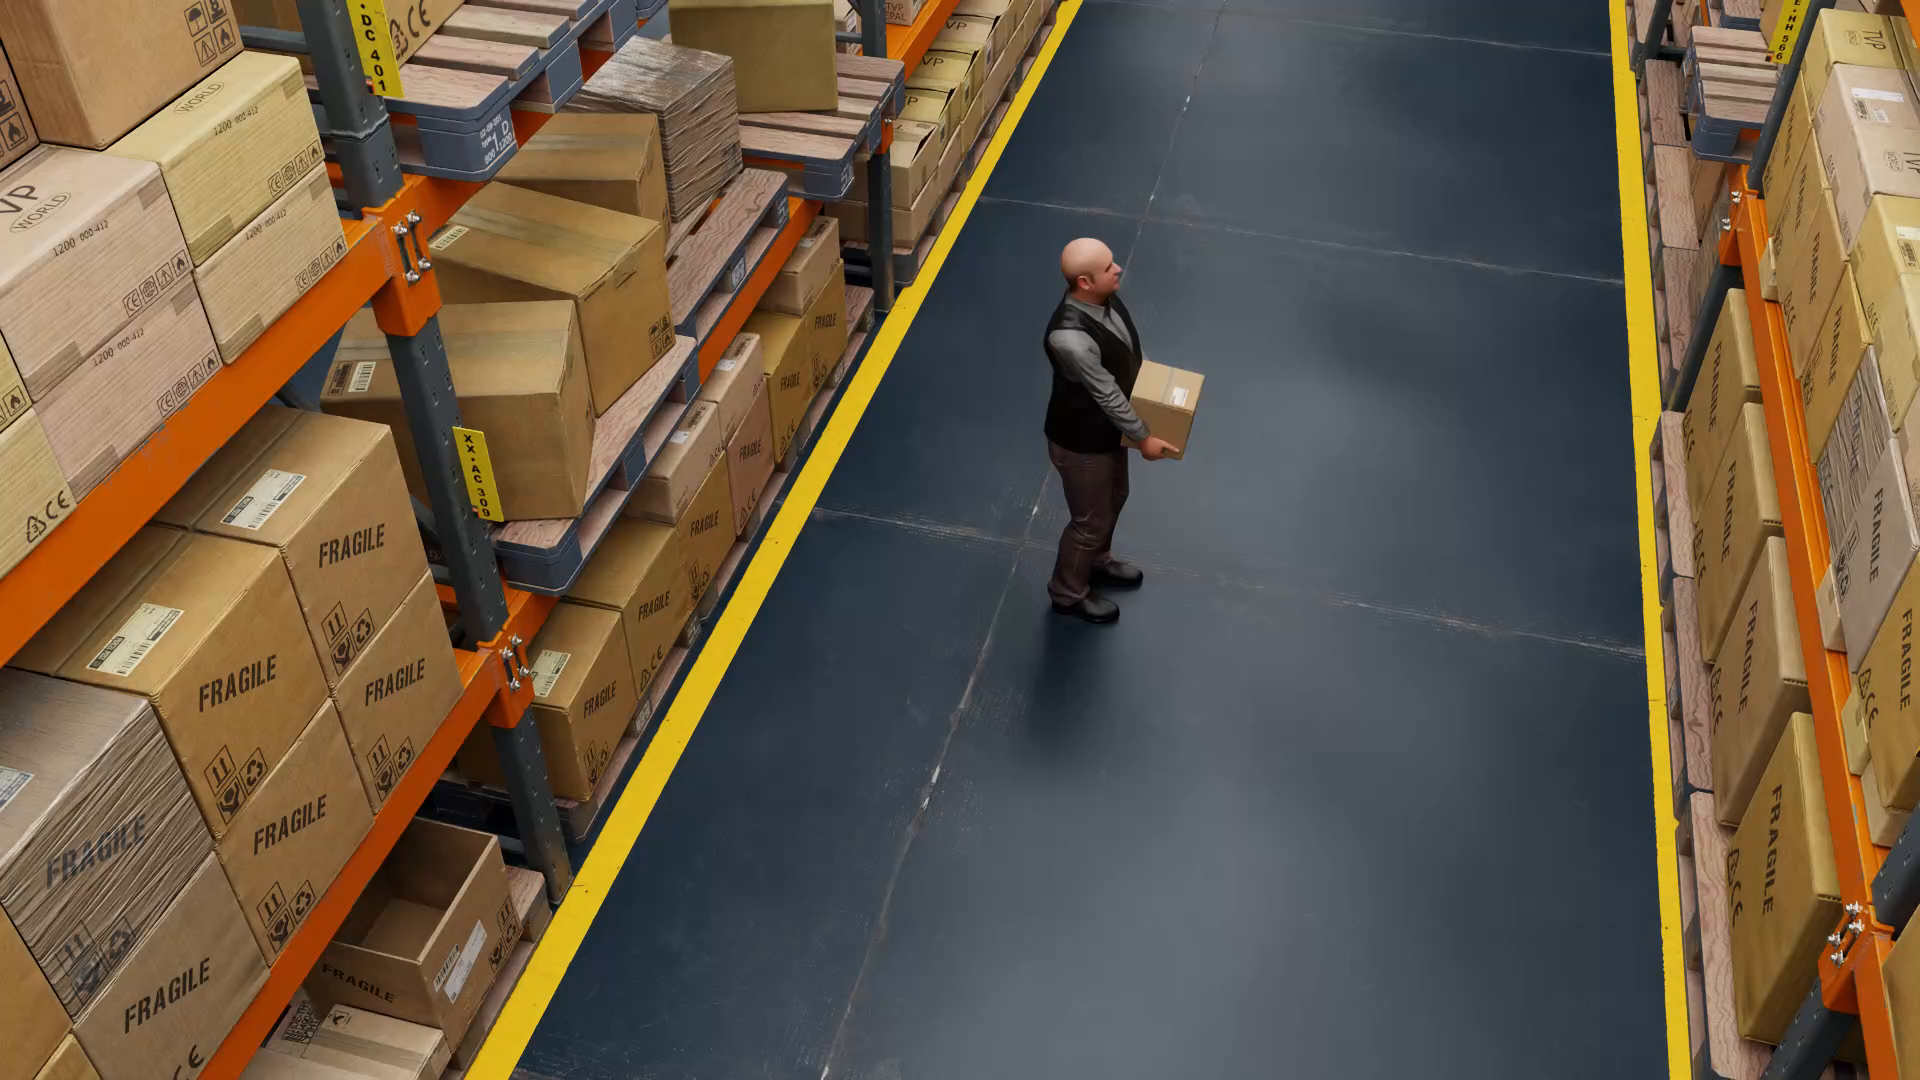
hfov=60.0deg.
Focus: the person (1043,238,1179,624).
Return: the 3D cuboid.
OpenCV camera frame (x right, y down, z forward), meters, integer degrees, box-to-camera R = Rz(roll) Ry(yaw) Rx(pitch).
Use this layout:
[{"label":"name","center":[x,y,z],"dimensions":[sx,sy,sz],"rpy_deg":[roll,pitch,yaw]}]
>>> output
[{"label":"person","center":[0.621,-0.428,6.681],"dimensions":[0.560,1.711,0.494],"rpy_deg":[10,42,12]}]
